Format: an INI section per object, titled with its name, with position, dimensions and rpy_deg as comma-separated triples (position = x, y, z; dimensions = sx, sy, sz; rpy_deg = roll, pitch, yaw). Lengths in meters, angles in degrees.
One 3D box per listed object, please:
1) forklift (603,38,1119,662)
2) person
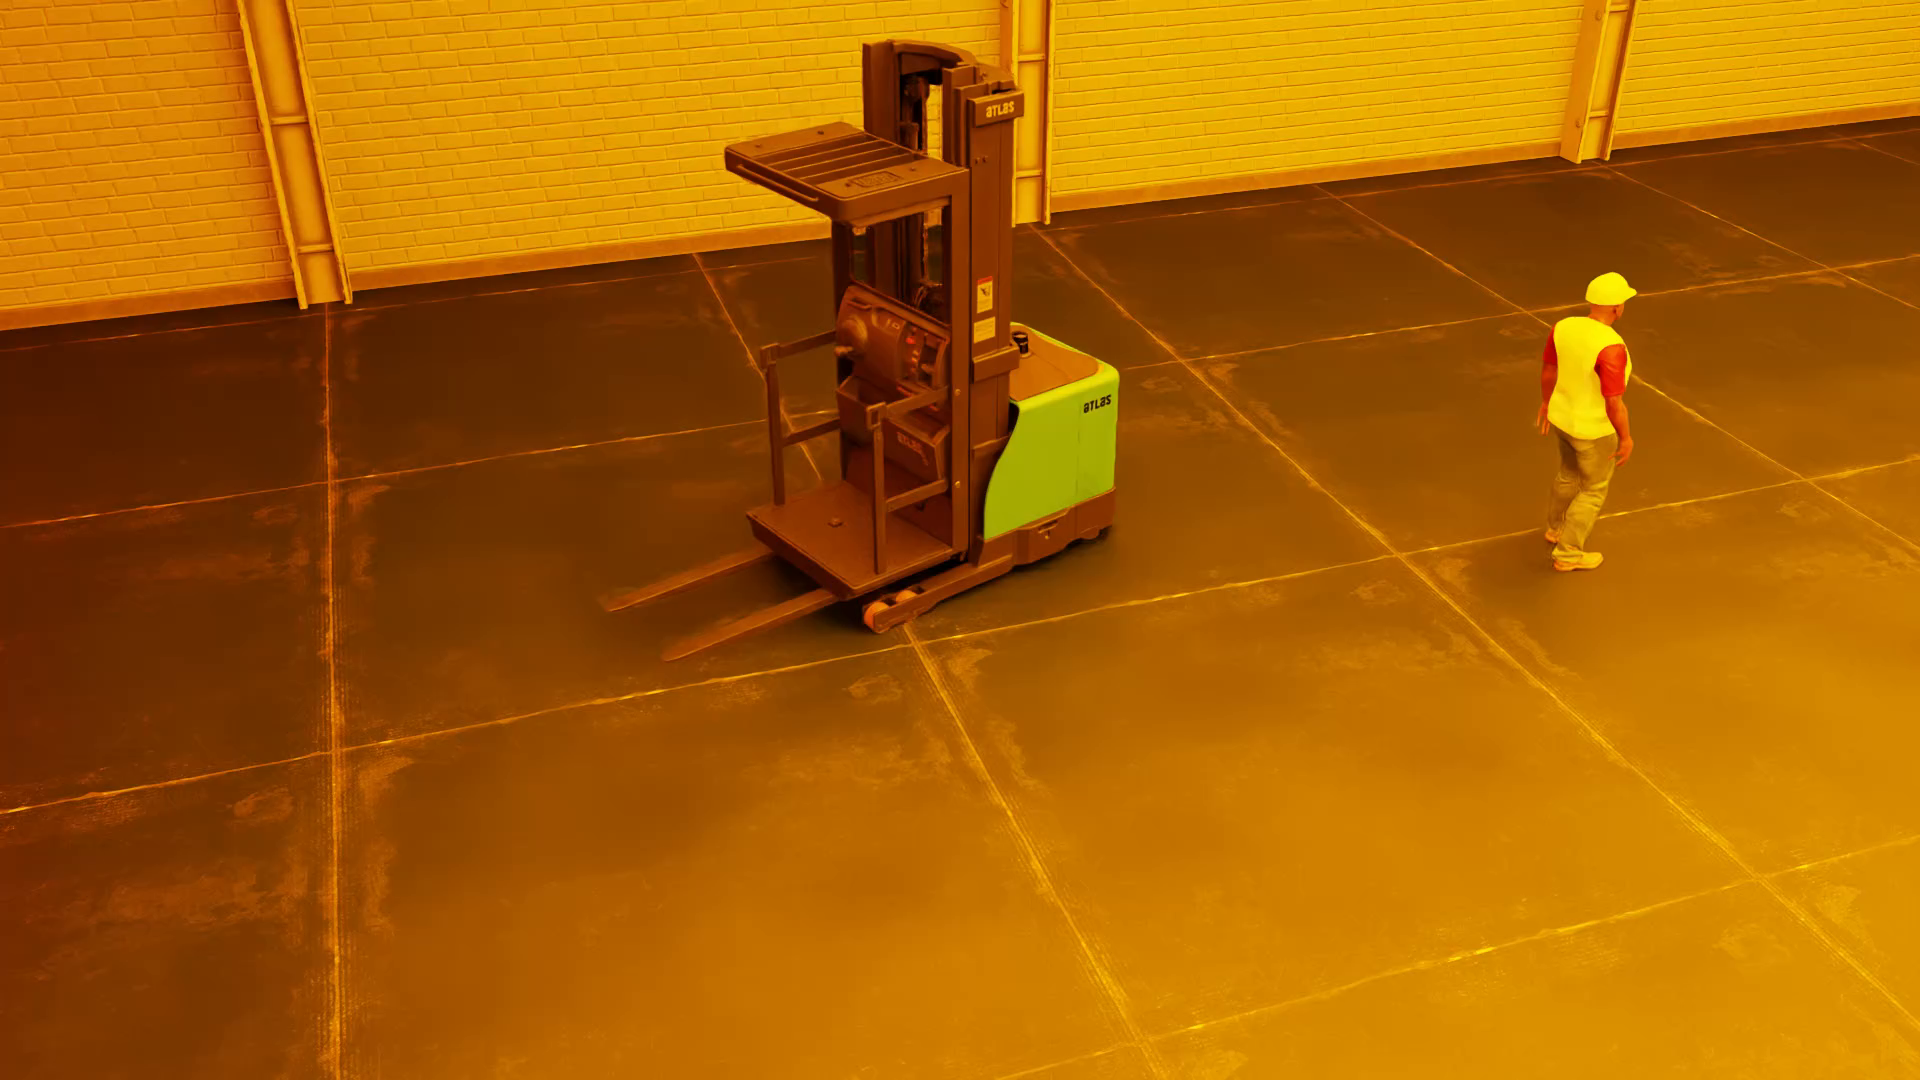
[forklift]
position = -0.533, -1.057, 8.924
dimensions = 3.031, 2.935, 1.130
rpy_deg = -22, 36, -33
[person]
position = 3.610, -0.666, 9.459
dimensions = 0.517, 1.789, 0.657
rpy_deg = -9, 31, -16
